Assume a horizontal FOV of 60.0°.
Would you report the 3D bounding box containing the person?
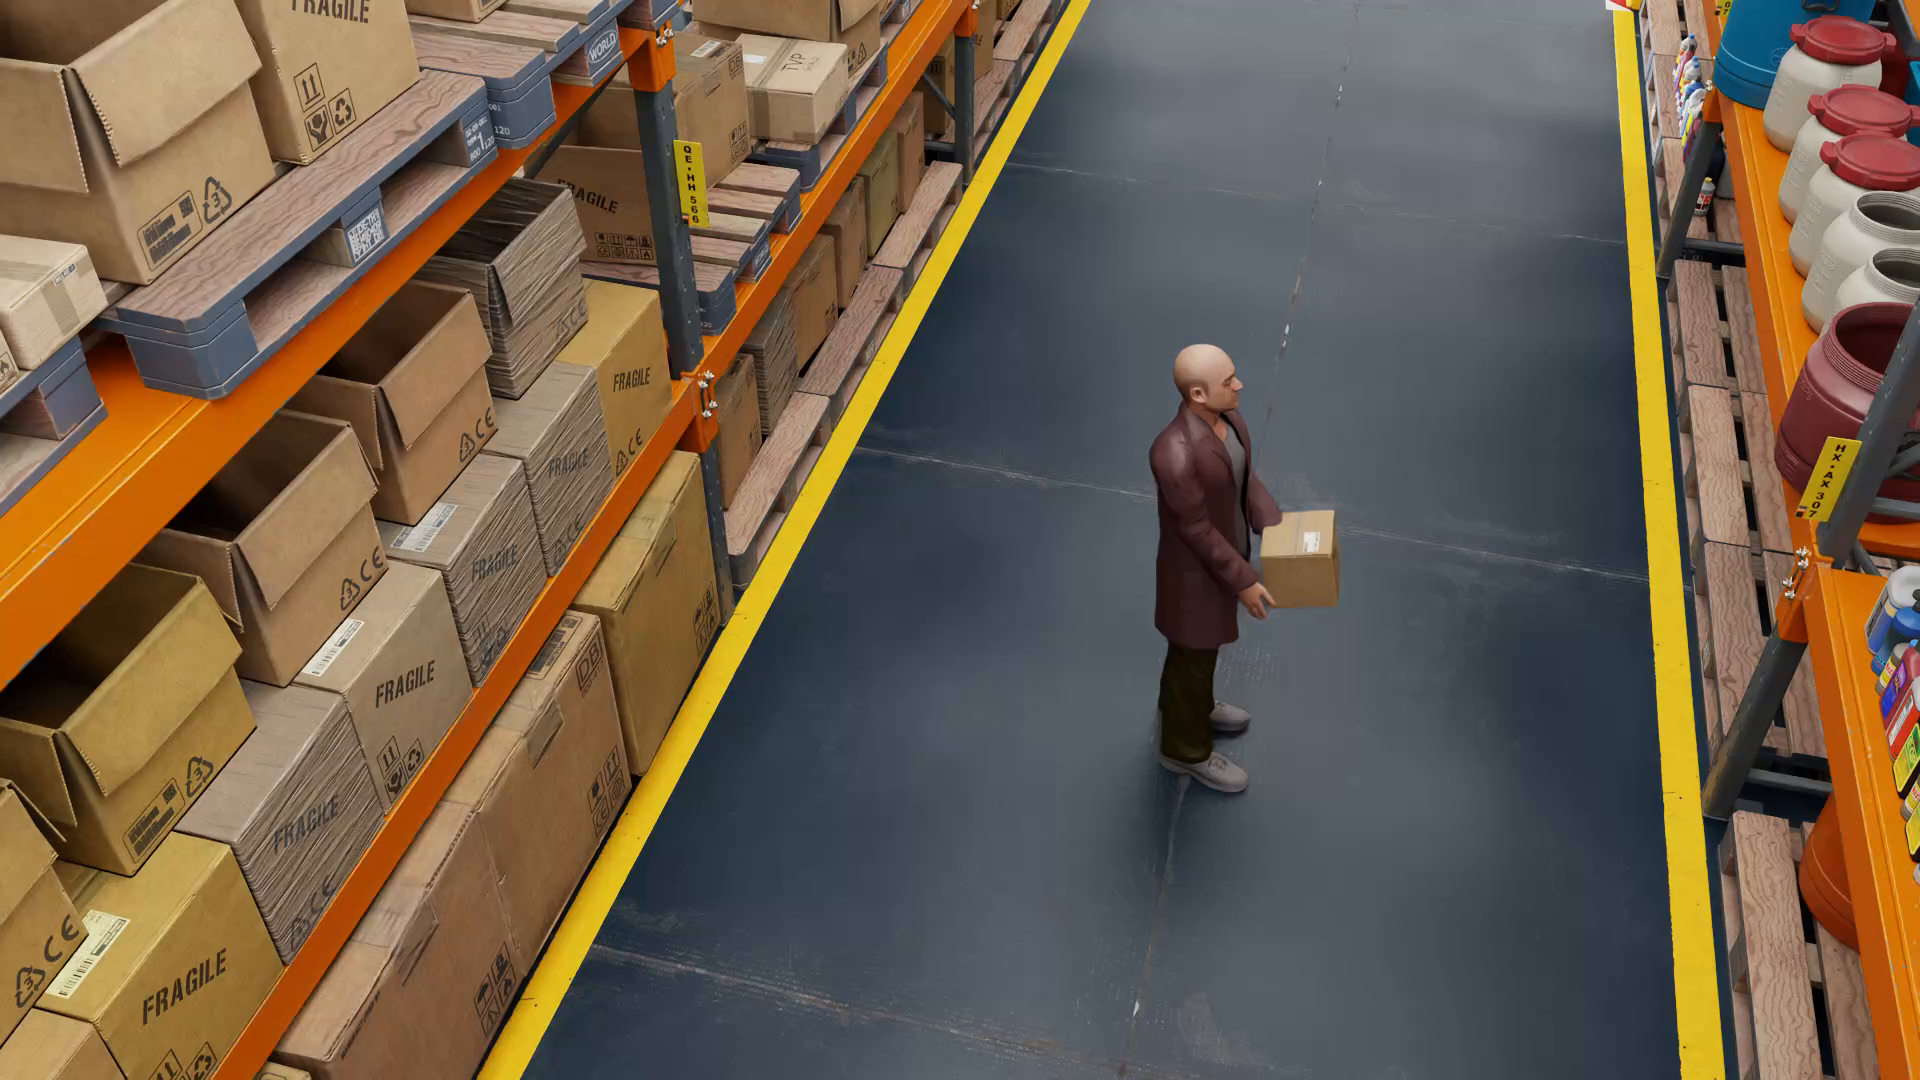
[{"bbox_3d":[0.961,0.092,6.055,0.540,1.779,0.562,17,43,19],"label":"person"}]
